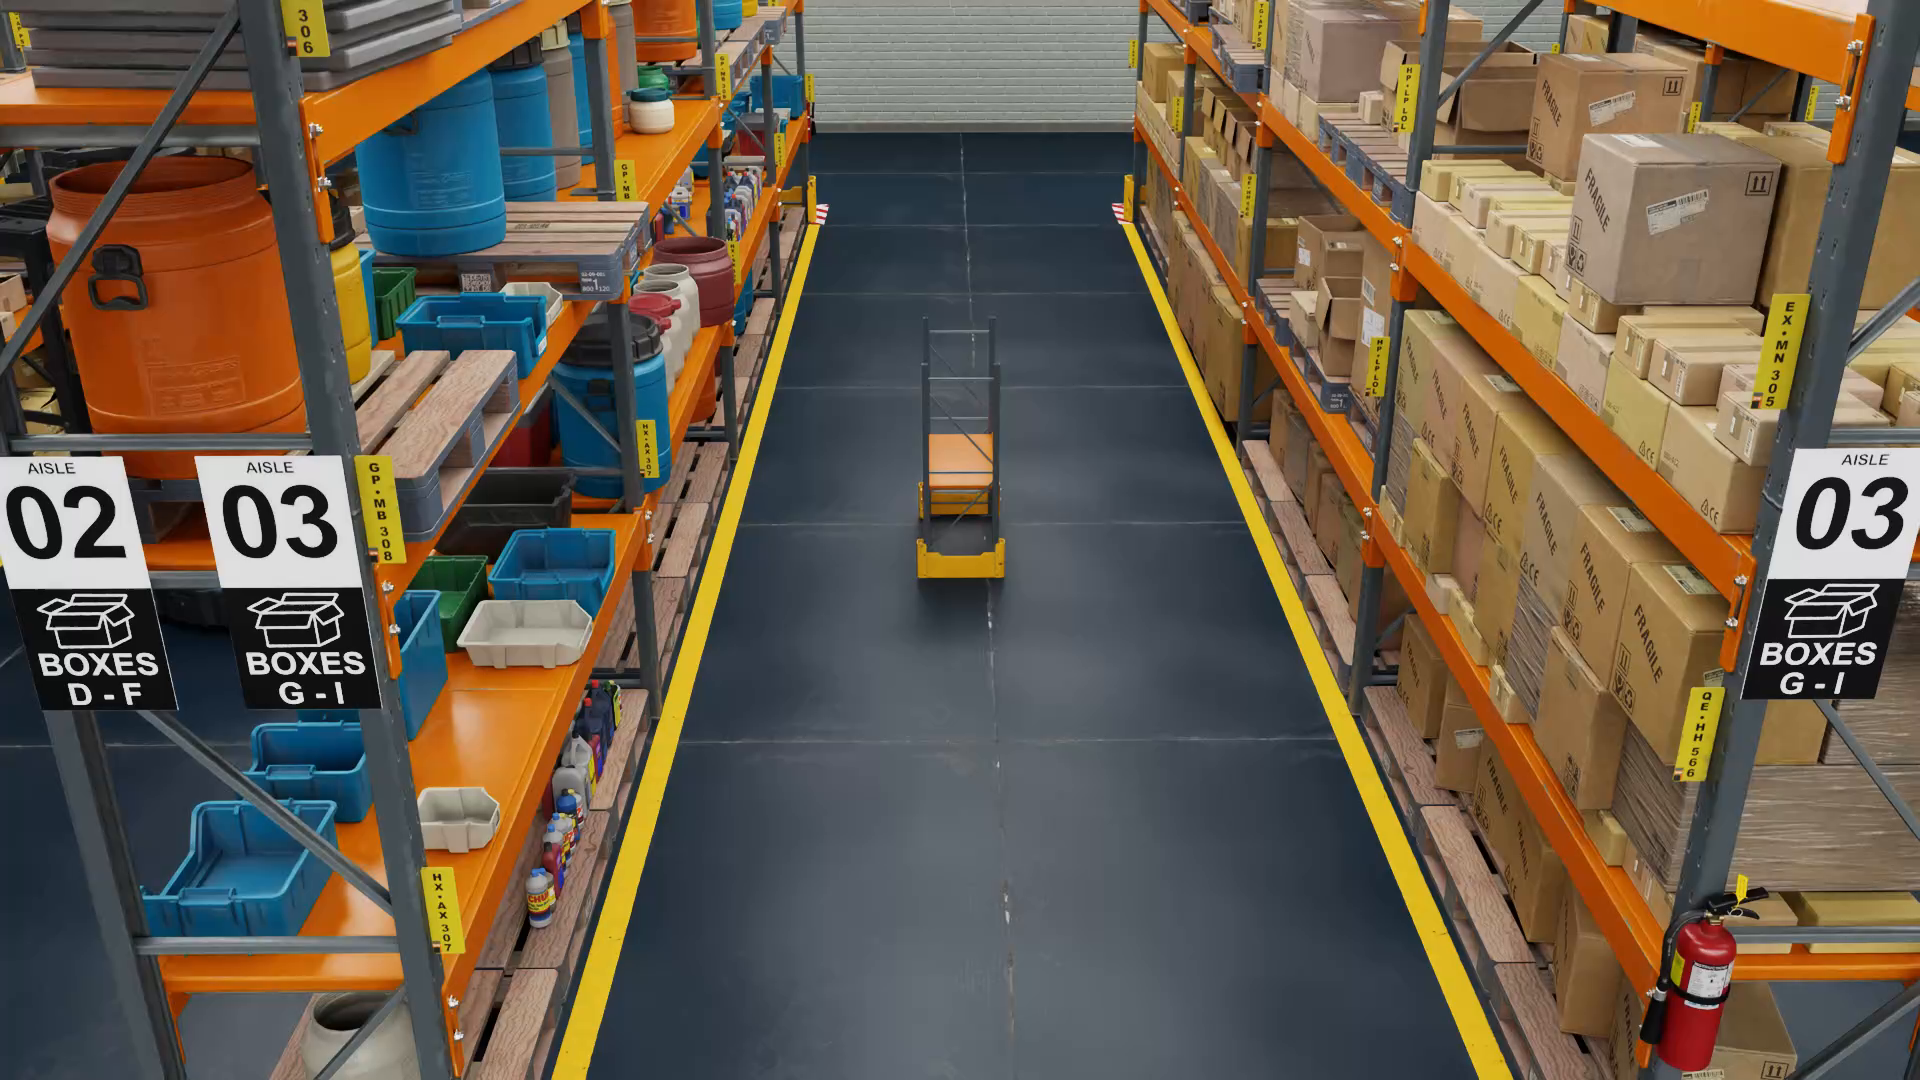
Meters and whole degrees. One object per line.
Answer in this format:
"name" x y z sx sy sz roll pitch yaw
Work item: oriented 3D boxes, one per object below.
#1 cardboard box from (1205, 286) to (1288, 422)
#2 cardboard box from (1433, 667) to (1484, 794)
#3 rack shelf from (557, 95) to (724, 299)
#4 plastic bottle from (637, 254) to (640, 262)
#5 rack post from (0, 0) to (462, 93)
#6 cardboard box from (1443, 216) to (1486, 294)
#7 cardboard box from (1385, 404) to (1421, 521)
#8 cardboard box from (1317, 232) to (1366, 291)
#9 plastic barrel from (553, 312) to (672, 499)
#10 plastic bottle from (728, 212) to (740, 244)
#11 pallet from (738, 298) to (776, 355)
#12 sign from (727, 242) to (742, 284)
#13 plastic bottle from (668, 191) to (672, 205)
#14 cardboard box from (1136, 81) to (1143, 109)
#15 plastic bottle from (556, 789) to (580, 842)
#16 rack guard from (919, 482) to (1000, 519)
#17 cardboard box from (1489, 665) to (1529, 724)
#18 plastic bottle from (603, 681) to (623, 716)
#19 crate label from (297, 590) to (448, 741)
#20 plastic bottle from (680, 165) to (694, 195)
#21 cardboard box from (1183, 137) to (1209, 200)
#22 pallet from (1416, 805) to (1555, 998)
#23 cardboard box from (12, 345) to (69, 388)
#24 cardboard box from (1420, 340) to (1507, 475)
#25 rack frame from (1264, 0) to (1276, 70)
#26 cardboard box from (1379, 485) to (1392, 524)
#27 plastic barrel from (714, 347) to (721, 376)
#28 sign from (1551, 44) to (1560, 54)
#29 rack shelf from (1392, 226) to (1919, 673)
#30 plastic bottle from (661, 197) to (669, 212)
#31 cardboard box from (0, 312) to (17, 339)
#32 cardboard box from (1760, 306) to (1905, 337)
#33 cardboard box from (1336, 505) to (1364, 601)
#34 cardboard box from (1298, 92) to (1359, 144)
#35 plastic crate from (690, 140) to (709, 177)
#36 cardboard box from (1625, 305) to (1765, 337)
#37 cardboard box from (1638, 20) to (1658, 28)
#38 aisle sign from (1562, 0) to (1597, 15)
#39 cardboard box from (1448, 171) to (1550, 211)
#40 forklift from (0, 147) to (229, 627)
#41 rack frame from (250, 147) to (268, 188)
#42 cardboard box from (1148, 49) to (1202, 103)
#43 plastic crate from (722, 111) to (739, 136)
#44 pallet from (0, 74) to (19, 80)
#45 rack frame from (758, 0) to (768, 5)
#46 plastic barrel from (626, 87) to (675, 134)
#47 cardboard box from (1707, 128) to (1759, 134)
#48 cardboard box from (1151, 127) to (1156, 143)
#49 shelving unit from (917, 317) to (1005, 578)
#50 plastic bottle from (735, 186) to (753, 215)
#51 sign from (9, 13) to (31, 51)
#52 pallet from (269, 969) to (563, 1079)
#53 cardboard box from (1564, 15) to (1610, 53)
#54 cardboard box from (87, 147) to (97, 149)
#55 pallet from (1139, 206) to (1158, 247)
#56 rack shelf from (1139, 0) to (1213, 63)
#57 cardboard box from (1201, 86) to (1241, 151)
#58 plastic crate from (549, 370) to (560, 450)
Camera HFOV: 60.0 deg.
"cardboard box" 2.711 -1.538 13.580 1.225 0.875 0.875 -1 24 -3
"cardboard box" 2.720 0.966 8.497 0.500 0.500 0.500 8 25 16
"rack shelf" -2.233 -2.223 10.259 1.077 0.370 4.000 0 24 -1
"plastic bottle" -2.676 -2.418 13.612 0.097 0.271 0.097 0 24 0
"rack post" -2.049 -1.530 4.819 0.937 0.300 0.954 2 24 5
"cardboard box" 2.501 -1.276 7.474 0.500 0.250 0.500 0 24 -1
"cardboard box" 2.684 -0.378 8.463 0.875 0.500 0.500 0 24 -1
"cardboard box" 2.850 -1.816 11.493 0.700 0.500 0.500 3 25 7
"plastic barrel" -1.913 -0.749 9.158 0.600 0.901 0.708 0 24 -1
"plastic bottle" -1.923 -2.653 14.133 0.097 0.271 0.097 0 24 0
"pallet" -2.332 -2.068 16.066 1.003 0.211 1.213 0 24 -1
"sign" -1.705 -2.088 12.529 0.100 0.325 0.005 0 24 -1
"plastic bottle" -2.664 -3.026 14.951 0.152 0.276 0.135 0 24 -1
"cardboard box" 2.346 -5.195 19.418 0.500 0.250 0.500 -1 24 -2
"plastic bottle" -1.883 1.316 7.976 0.097 0.271 0.097 0 24 0
"rack guard" -0.005 -0.288 12.083 0.587 0.250 0.087 0 24 -1
"cardboard box" 2.454 0.646 6.986 0.380 0.149 0.250 0 24 -1
"plastic bottle" -1.896 0.863 9.065 0.097 0.201 0.097 0 24 0
"crate label" -2.458 0.515 6.929 0.502 0.435 0.616 0 24 -1
"plastic bottle" -2.618 -3.471 15.844 0.144 0.351 0.185 0 24 -1
"cardboard box" 2.409 -3.534 15.802 0.500 0.500 0.500 0 24 0
"pallet" 2.800 1.669 7.804 1.003 0.211 1.213 0 24 -1
"cardboard box" -7.453 -1.433 13.779 0.500 0.500 0.500 1 24 2
"cardboard box" 2.499 -0.626 7.799 0.500 0.500 0.500 0 24 -1
"rack frame" 2.698 -4.764 11.364 1.000 3.000 0.127 0 24 -1
"cardboard box" 2.443 -0.178 8.808 0.380 0.149 0.250 0 24 -1
"plastic barrel" -2.290 -1.768 14.435 0.600 0.588 0.708 0 24 -1
"sign" 7.029 -5.700 19.662 0.100 0.325 0.005 0 24 -1
"rack shelf" 2.763 -0.597 6.663 1.077 0.370 4.000 0 24 -1
"plastic bottle" -2.662 -2.931 14.740 0.152 0.276 0.135 0 24 -1
"cardboard box" -6.922 -1.504 11.740 0.380 0.149 0.250 0 24 -1
"cardboard box" 3.051 -0.752 5.831 0.380 0.149 0.250 0 24 -1
"cardboard box" 2.770 0.106 10.374 0.700 0.500 0.500 0 24 -1
"cardboard box" 2.469 -2.711 10.646 0.500 0.250 0.500 0 24 1
"plastic crate" -2.645 -3.868 16.608 0.392 0.384 0.575 0 24 -1
"cardboard box" 2.567 -0.753 5.833 0.380 0.149 0.250 0 24 0
"cardboard box" 7.830 -5.548 18.682 0.500 0.500 0.500 -1 24 -2
"aisle sign" 7.270 -6.521 19.374 0.394 0.787 0.004 0 24 -1
"cardboard box" 2.508 -1.618 7.745 0.380 0.149 0.250 -1 24 -3
"forklift" -5.480 -1.094 10.612 3.031 2.935 1.130 9 26 18
"rack frame" -7.252 -3.636 16.149 1.000 3.000 0.127 0 24 -1
"cardboard box" 2.363 -5.118 18.336 0.500 0.500 0.500 -1 24 -2
"plastic crate" -2.654 -4.610 18.434 0.416 0.233 0.300 0 24 -1
"pallet" -7.111 -2.989 11.308 1.213 0.211 1.003 1 24 2
"rack frame" -2.299 -6.390 14.959 1.000 3.000 0.127 0 24 -1
"plastic barrel" -2.008 -2.789 10.805 0.301 0.262 0.301 0 24 0
"cardboard box" 7.168 -3.728 15.427 0.380 0.149 0.250 0 24 1
"cardboard box" 2.302 -4.431 18.212 0.380 0.149 0.250 -1 24 -2
"shelving unit" 0.001 -0.652 11.371 0.587 1.500 1.083 0 24 -1
"plastic bottle" -1.962 -3.081 15.072 0.152 0.276 0.135 0 24 -1
"sign" -6.653 -3.625 11.762 0.100 0.325 0.005 0 24 -1
"pallet" -2.219 2.193 6.645 1.003 0.211 1.213 0 24 -1
"cardboard box" 7.311 -5.758 19.146 0.500 0.500 0.500 0 24 -1
"cardboard box" -7.171 -3.145 14.433 0.700 0.500 0.500 -6 25 -14
"pallet" 2.697 -3.727 19.735 1.003 0.211 1.213 0 24 -1
"rack shelf" 2.632 -5.542 17.596 1.077 0.370 4.000 0 24 -1
"cardboard box" 2.669 -3.918 15.435 0.797 0.503 0.637 -1 24 -2
"plastic crate" -2.534 -0.806 9.911 0.392 0.384 0.575 0 24 -1
